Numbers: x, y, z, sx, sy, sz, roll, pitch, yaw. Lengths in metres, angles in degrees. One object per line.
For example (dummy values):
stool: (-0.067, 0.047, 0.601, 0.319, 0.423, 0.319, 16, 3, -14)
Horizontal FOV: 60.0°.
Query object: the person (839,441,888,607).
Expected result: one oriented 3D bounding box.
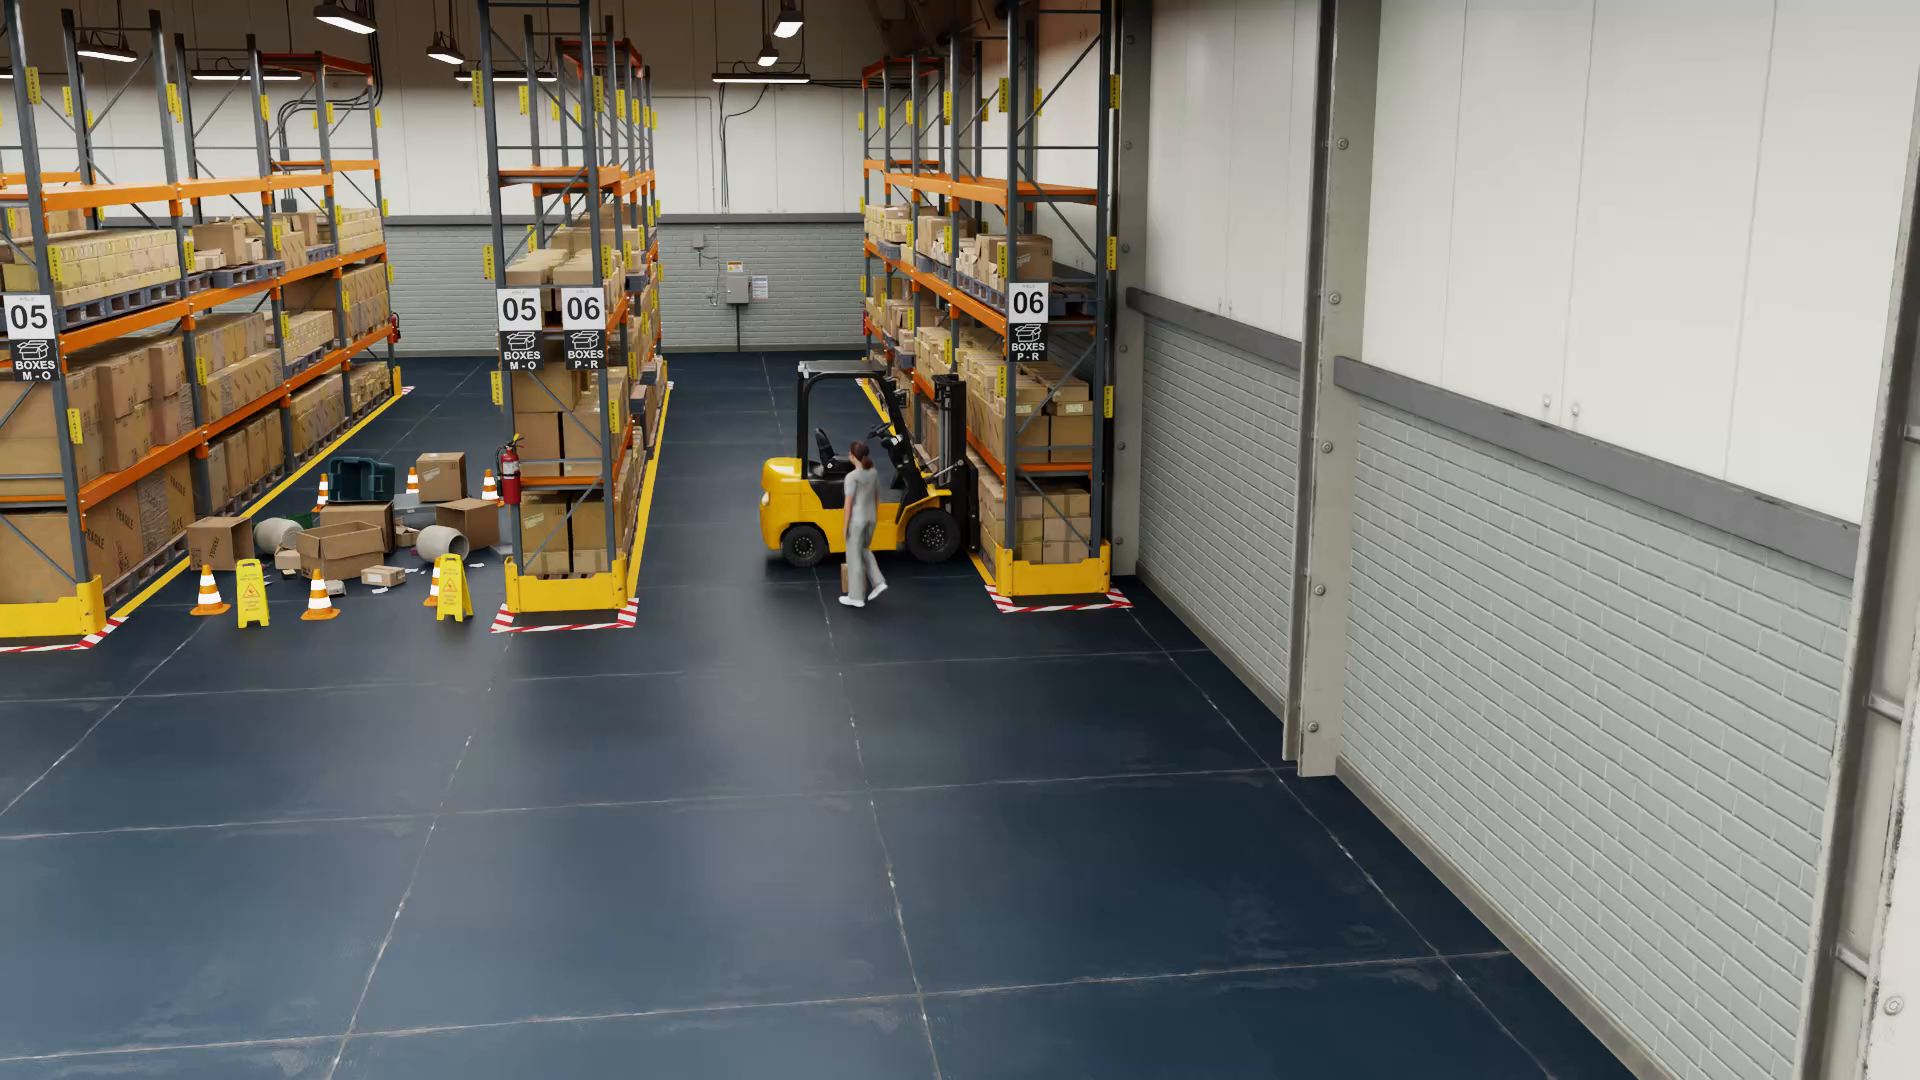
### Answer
person: (-1.002, -0.172, 16.660, 0.427, 1.678, 0.472, 12, 18, 41)
